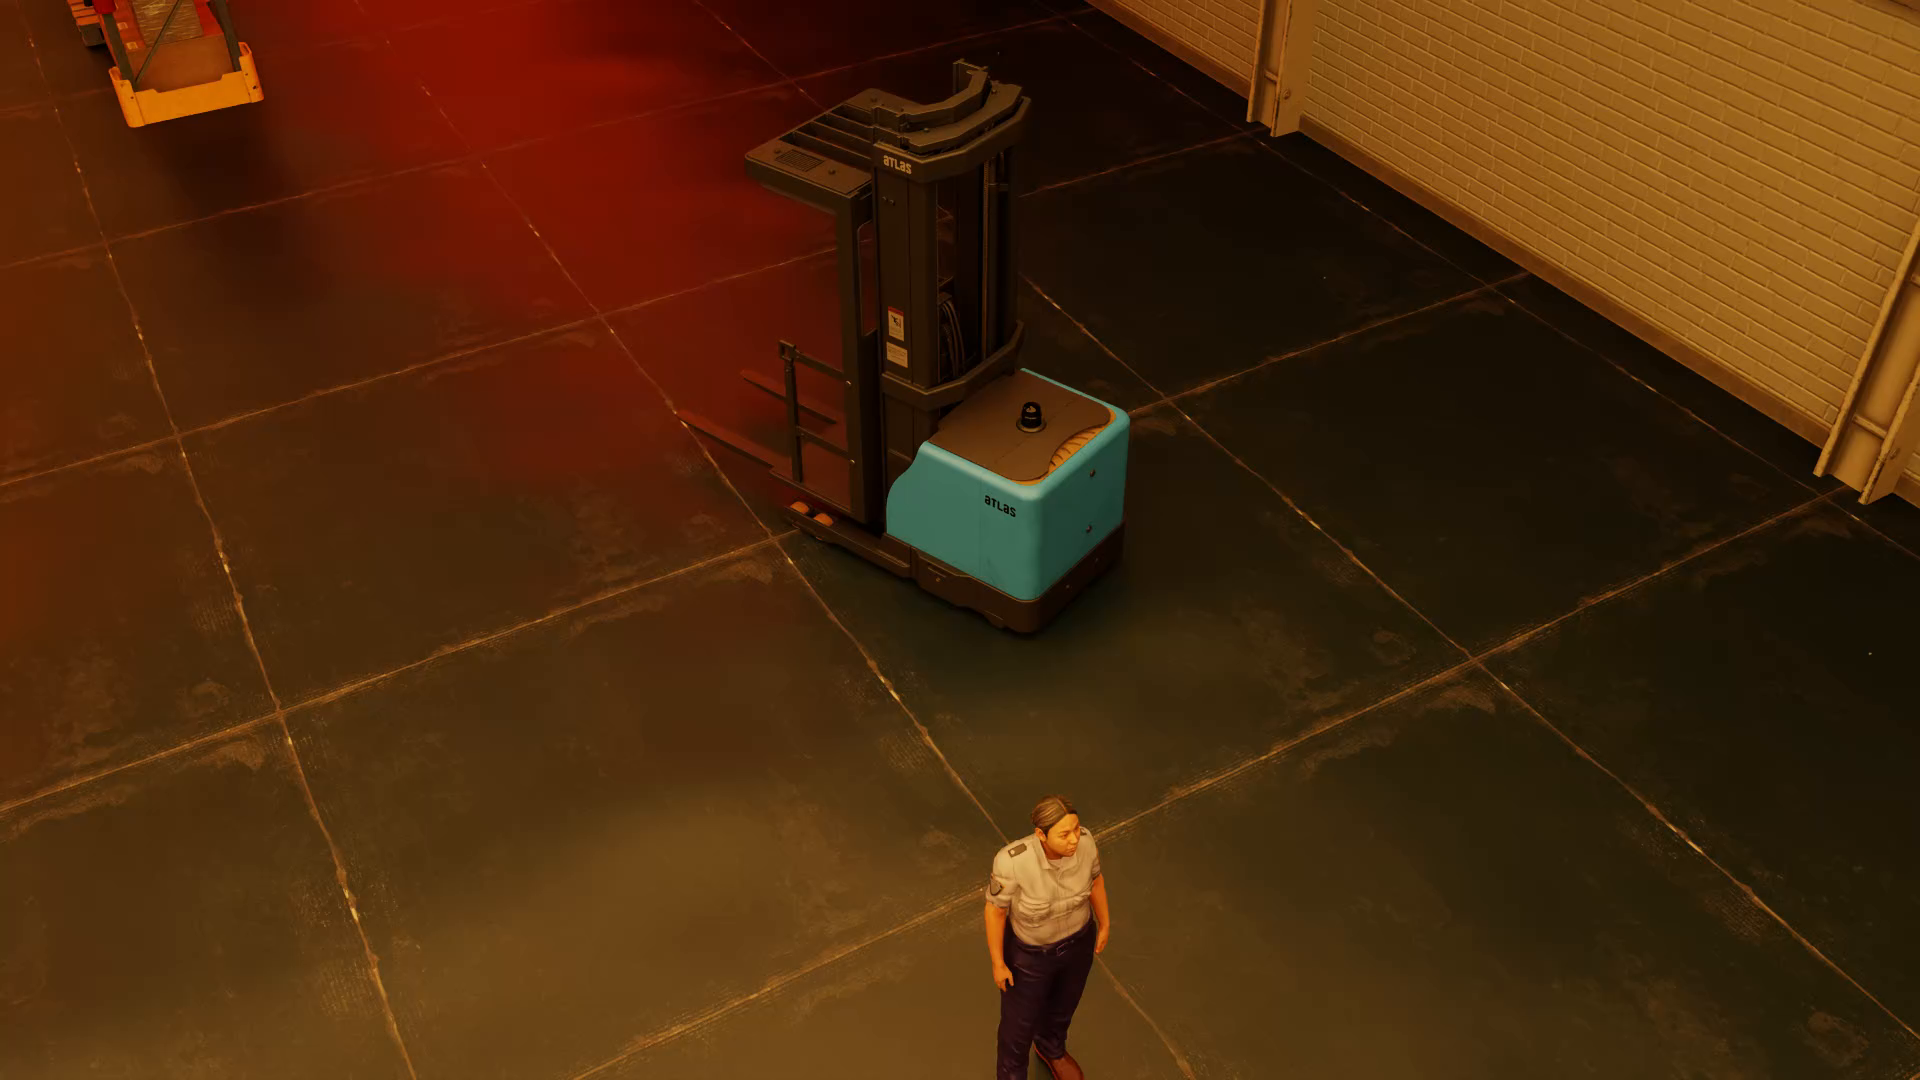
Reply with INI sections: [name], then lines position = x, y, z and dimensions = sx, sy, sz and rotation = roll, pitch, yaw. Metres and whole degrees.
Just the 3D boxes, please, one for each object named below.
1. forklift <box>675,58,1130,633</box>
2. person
[forklift]
position = -0.481, -1.366, 9.683
dimensions = 3.031, 2.935, 1.130
rotation = 26, 46, 28
[person]
position = 0.393, 1.751, 6.918
dimensions = 0.599, 1.650, 0.503
rotation = -18, 43, -21
